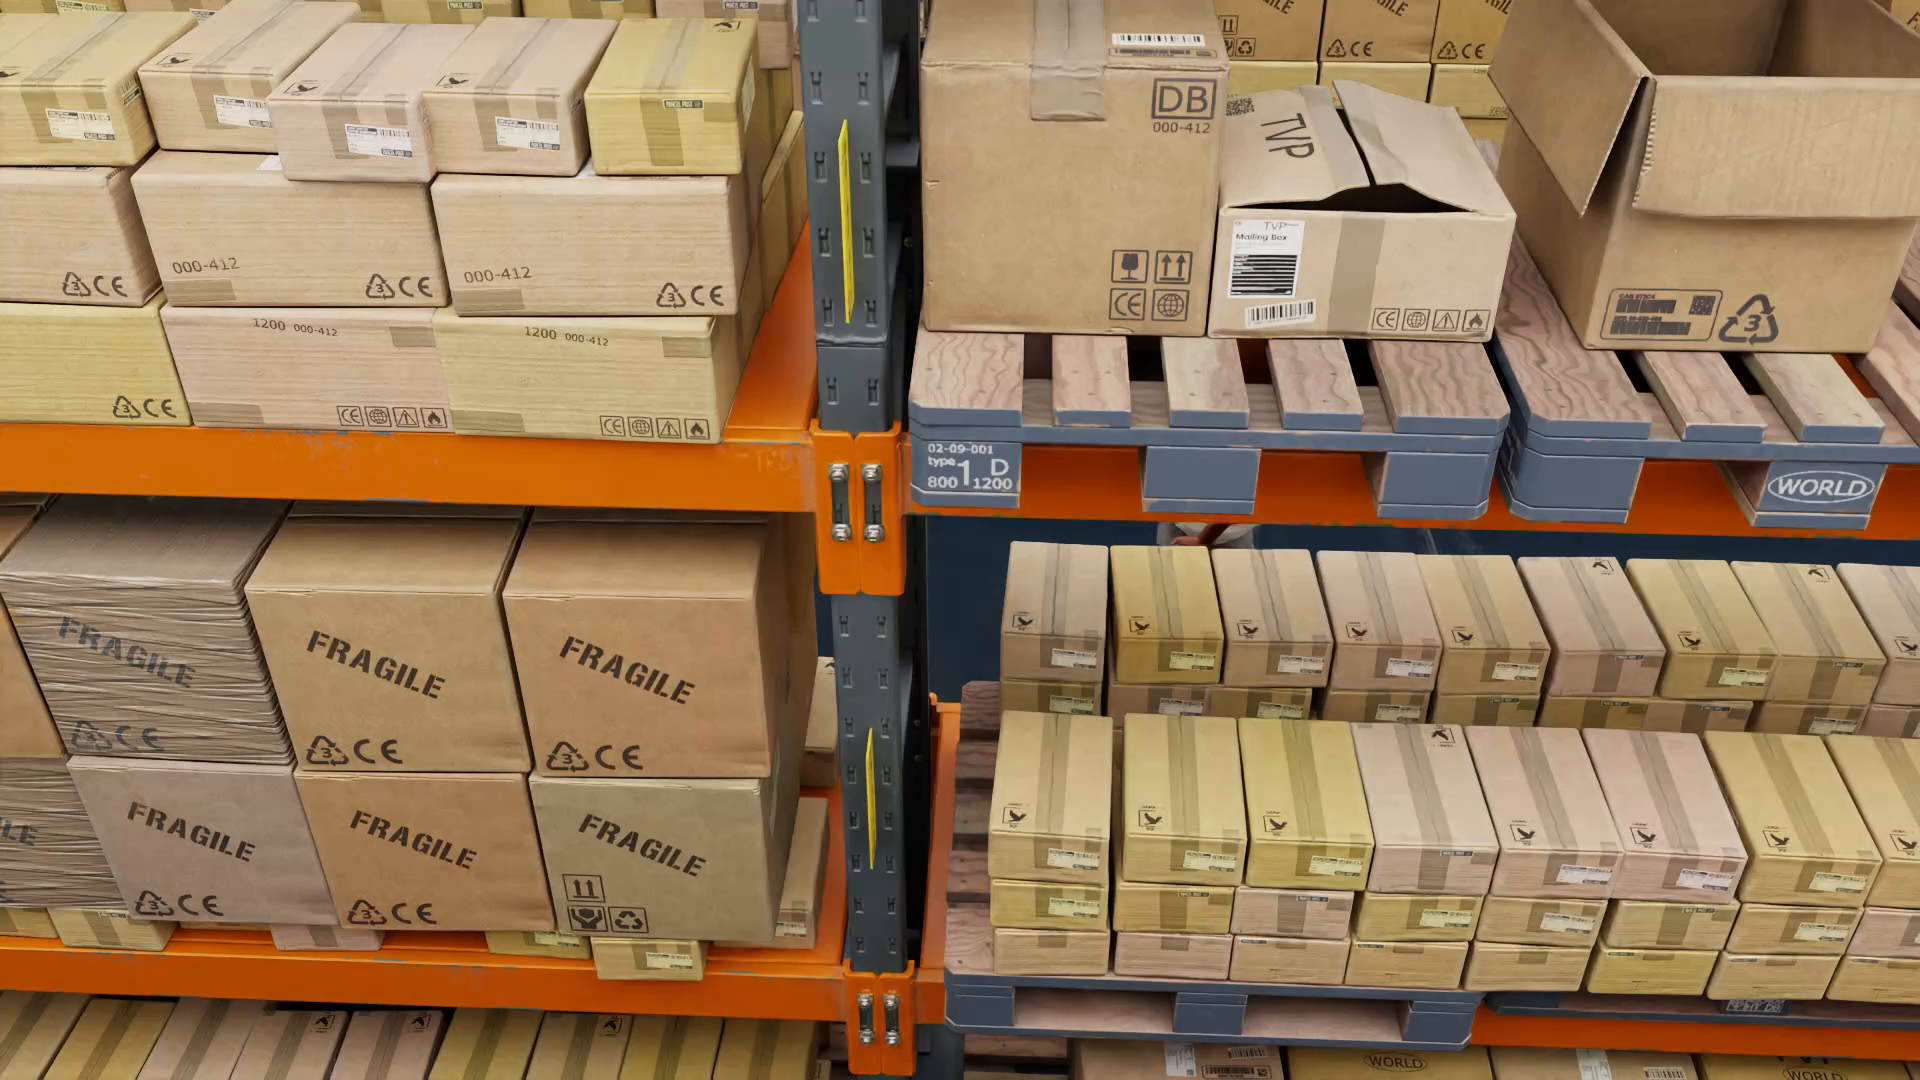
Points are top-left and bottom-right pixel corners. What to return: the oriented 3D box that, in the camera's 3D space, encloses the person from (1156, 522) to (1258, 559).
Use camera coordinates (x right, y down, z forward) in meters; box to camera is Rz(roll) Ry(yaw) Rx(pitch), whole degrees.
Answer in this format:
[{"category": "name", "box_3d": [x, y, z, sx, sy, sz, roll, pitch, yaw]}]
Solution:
[{"category": "person", "box_3d": [0.955, -0.109, 6.281, 0.716, 1.763, 0.582, -15, 38, -20]}]
